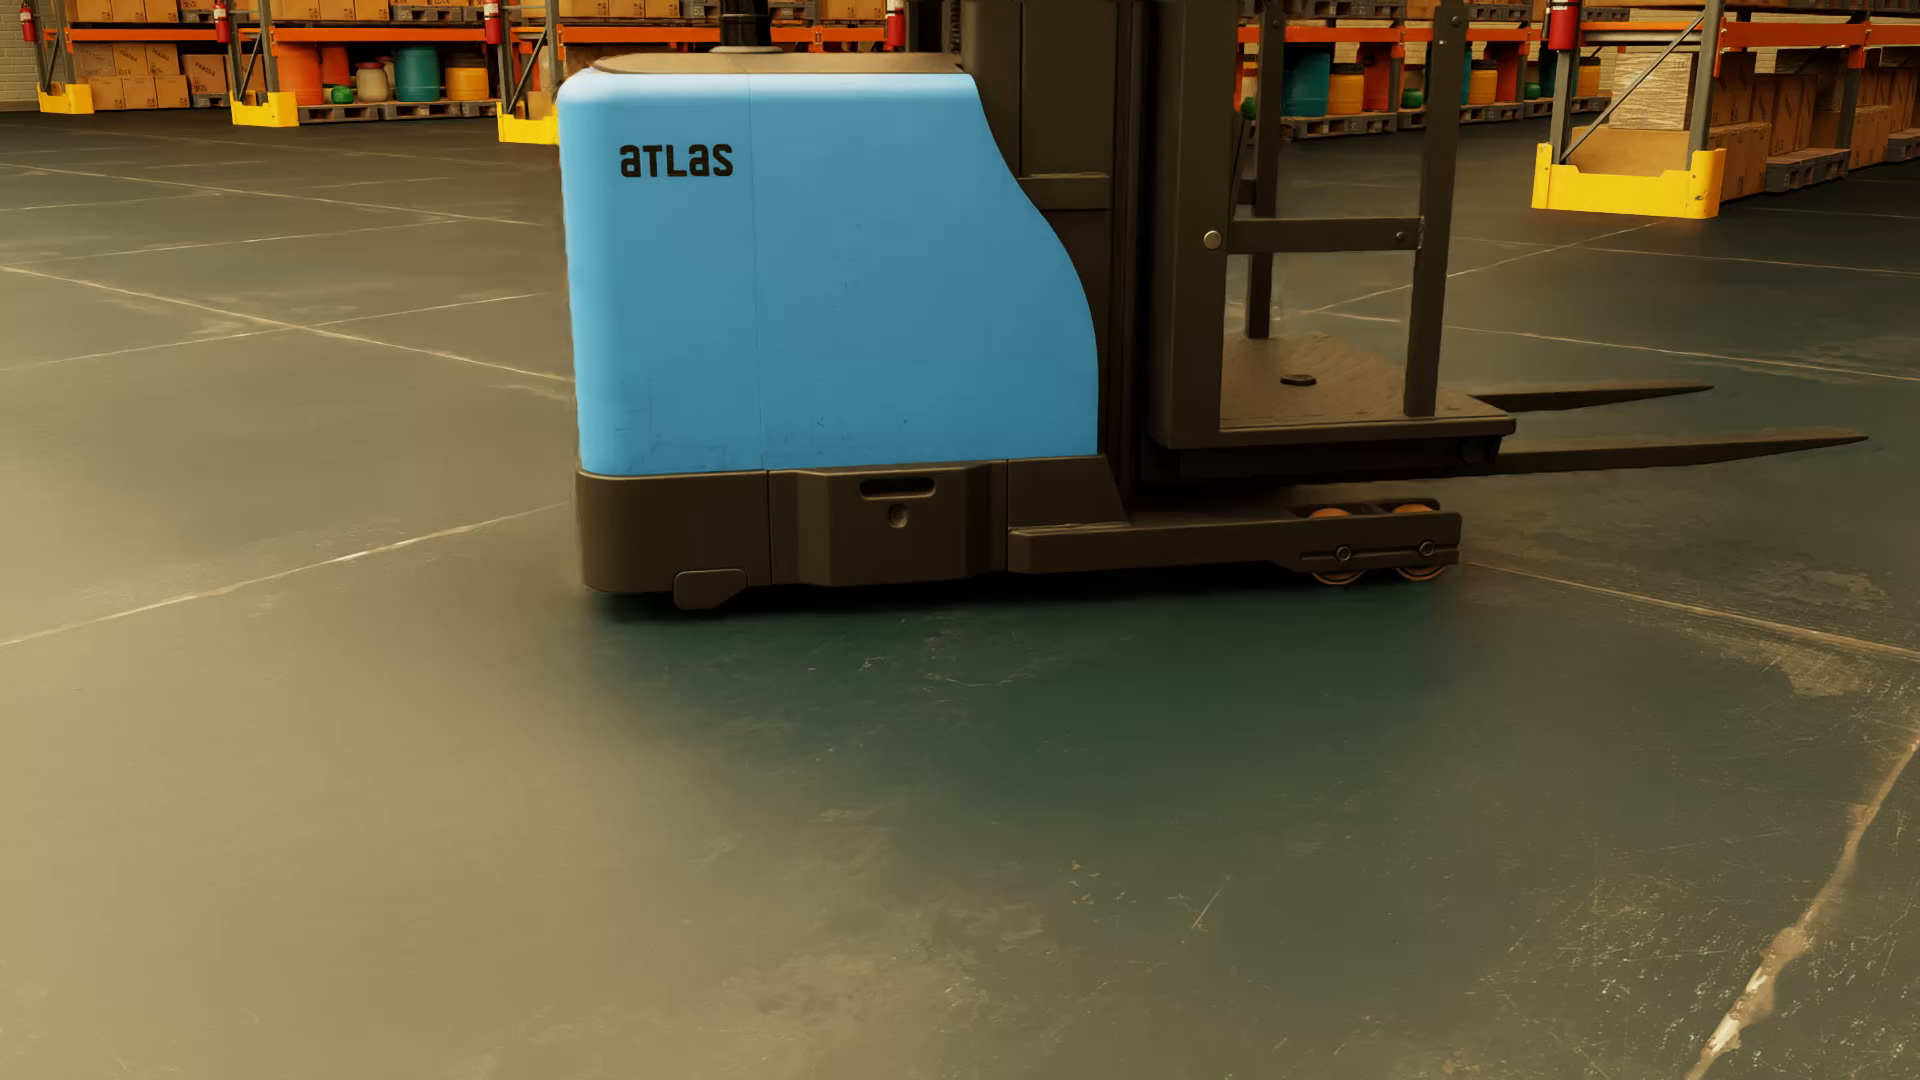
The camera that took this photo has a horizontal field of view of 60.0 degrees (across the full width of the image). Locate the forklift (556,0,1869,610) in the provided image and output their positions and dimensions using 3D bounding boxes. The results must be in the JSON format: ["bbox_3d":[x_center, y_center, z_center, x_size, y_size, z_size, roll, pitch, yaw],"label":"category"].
[{"bbox_3d":[0.635,-1.451,3.676,3.031,2.935,1.130,-3,17,-10],"label":"forklift"}]
